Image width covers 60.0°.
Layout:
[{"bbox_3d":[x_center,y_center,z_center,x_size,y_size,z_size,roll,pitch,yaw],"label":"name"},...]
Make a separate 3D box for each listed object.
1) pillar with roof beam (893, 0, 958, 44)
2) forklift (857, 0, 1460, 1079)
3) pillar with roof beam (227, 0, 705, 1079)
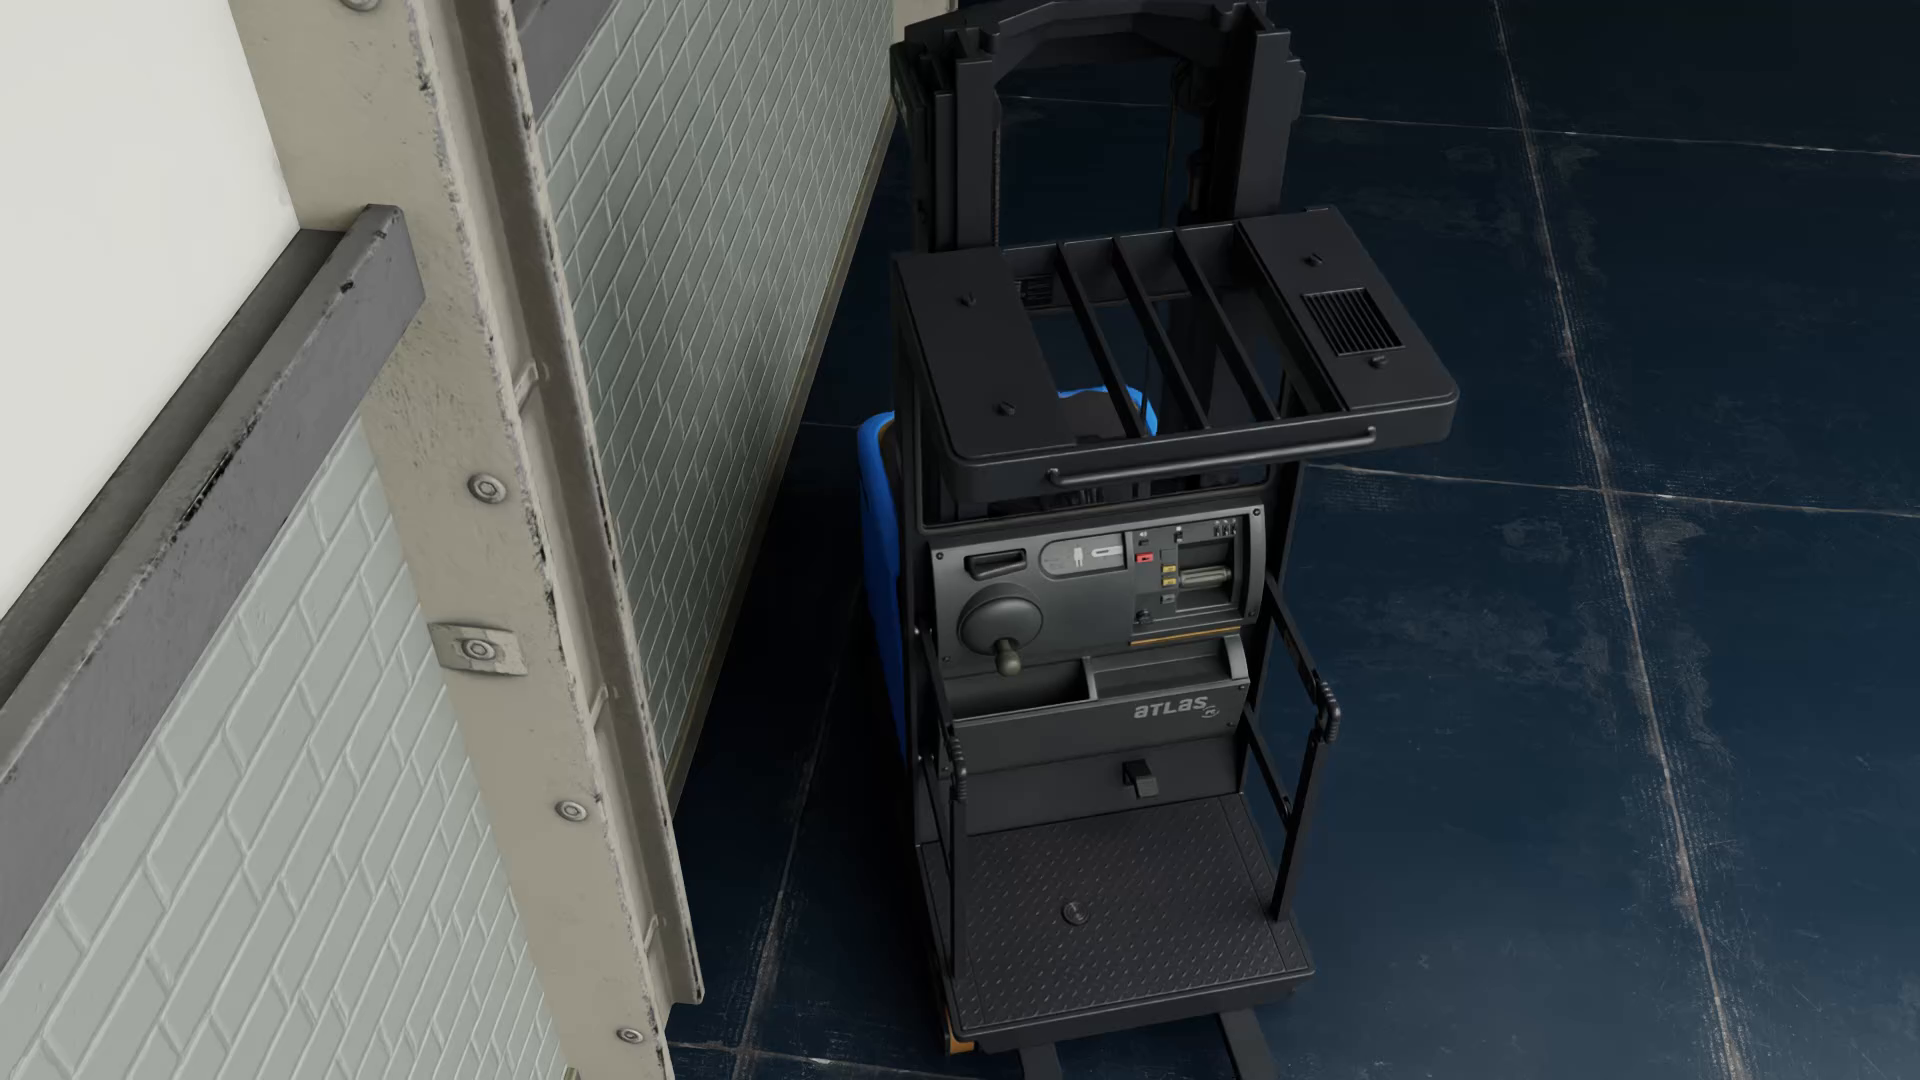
[{"bbox_3d":[4.077,-5.427,5.937,9.100,9.000,0.400,5,44,6],"label":"pillar with roof beam"},{"bbox_3d":[0.427,0.219,4.387,1.130,2.935,3.031,-8,44,-8],"label":"forklift"},{"bbox_3d":[3.284,-1.338,1.618,9.100,9.000,0.400,5,44,6],"label":"pillar with roof beam"}]
